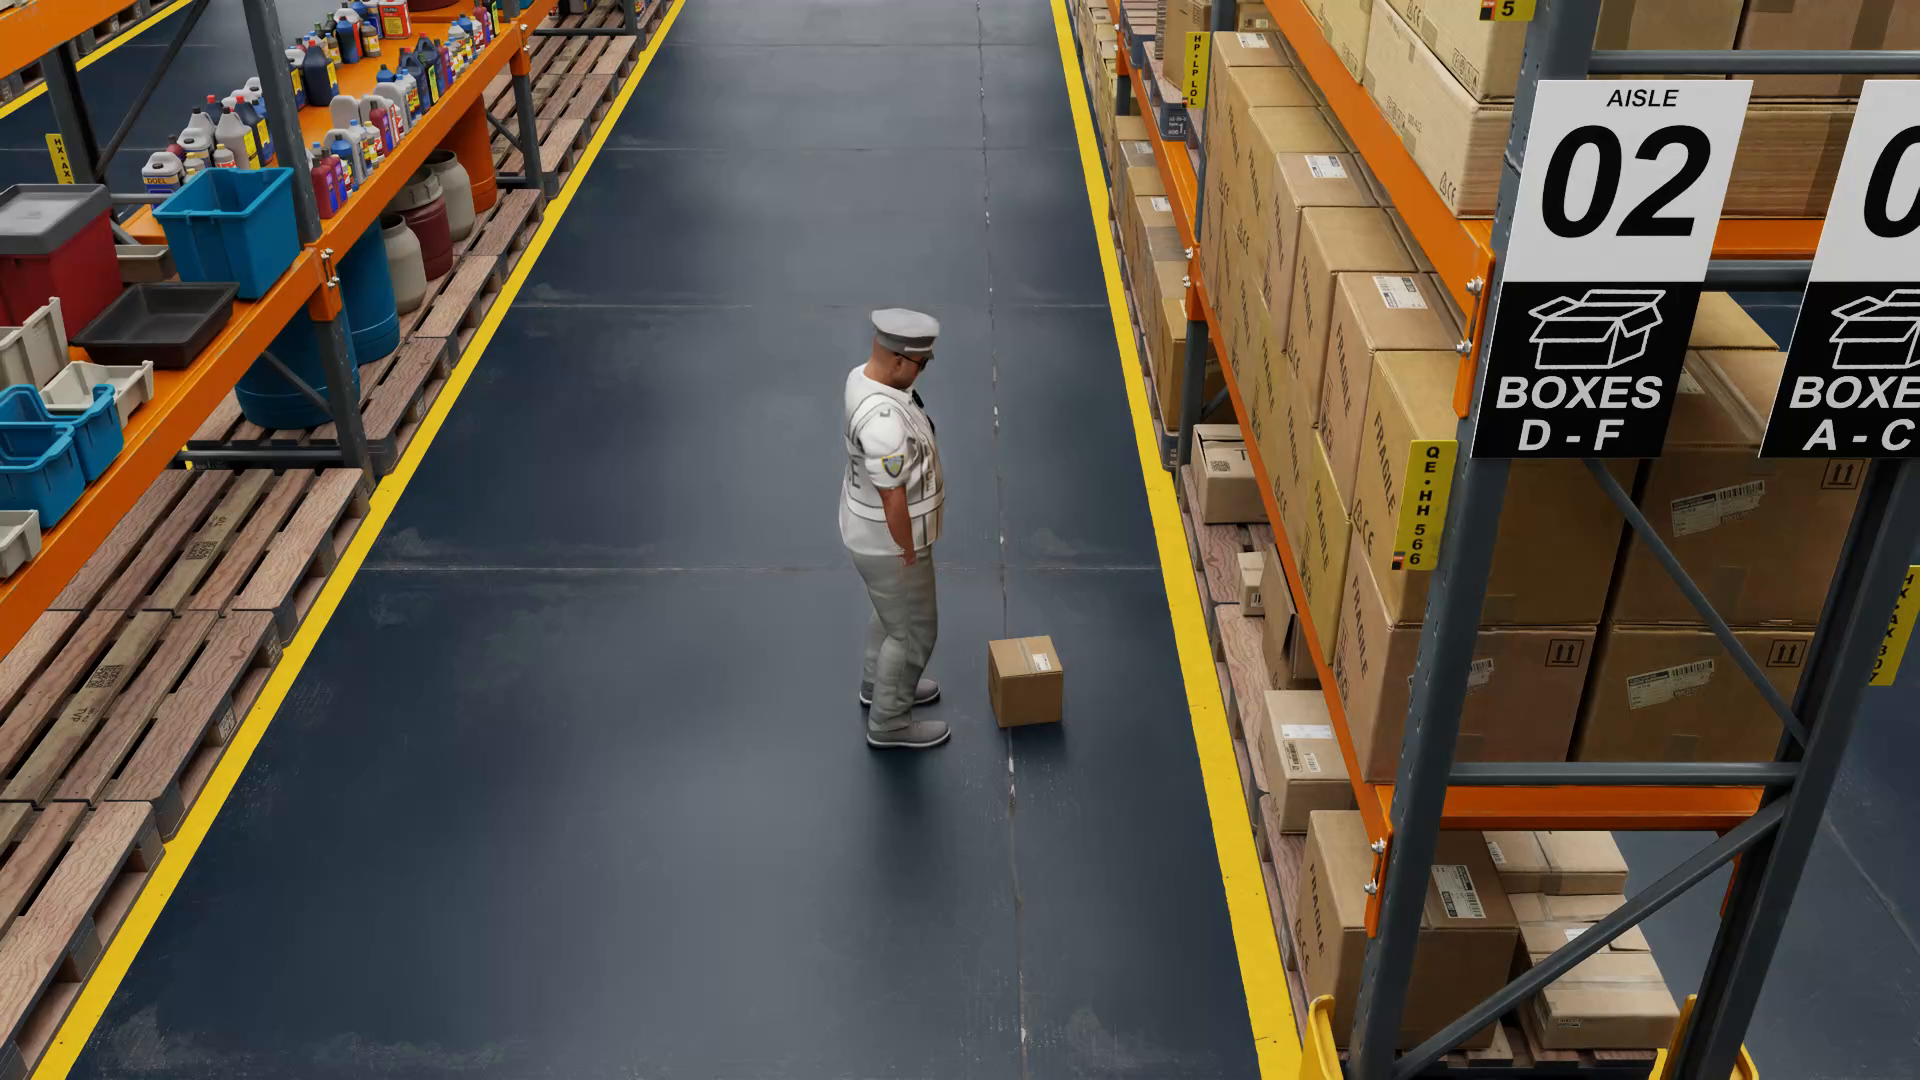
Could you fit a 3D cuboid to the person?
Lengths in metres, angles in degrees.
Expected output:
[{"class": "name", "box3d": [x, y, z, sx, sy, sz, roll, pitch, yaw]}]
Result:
[{"class": "person", "box3d": [-0.254, -0.036, 6.212, 0.388, 1.734, 0.535, -5, 32, -8]}]
